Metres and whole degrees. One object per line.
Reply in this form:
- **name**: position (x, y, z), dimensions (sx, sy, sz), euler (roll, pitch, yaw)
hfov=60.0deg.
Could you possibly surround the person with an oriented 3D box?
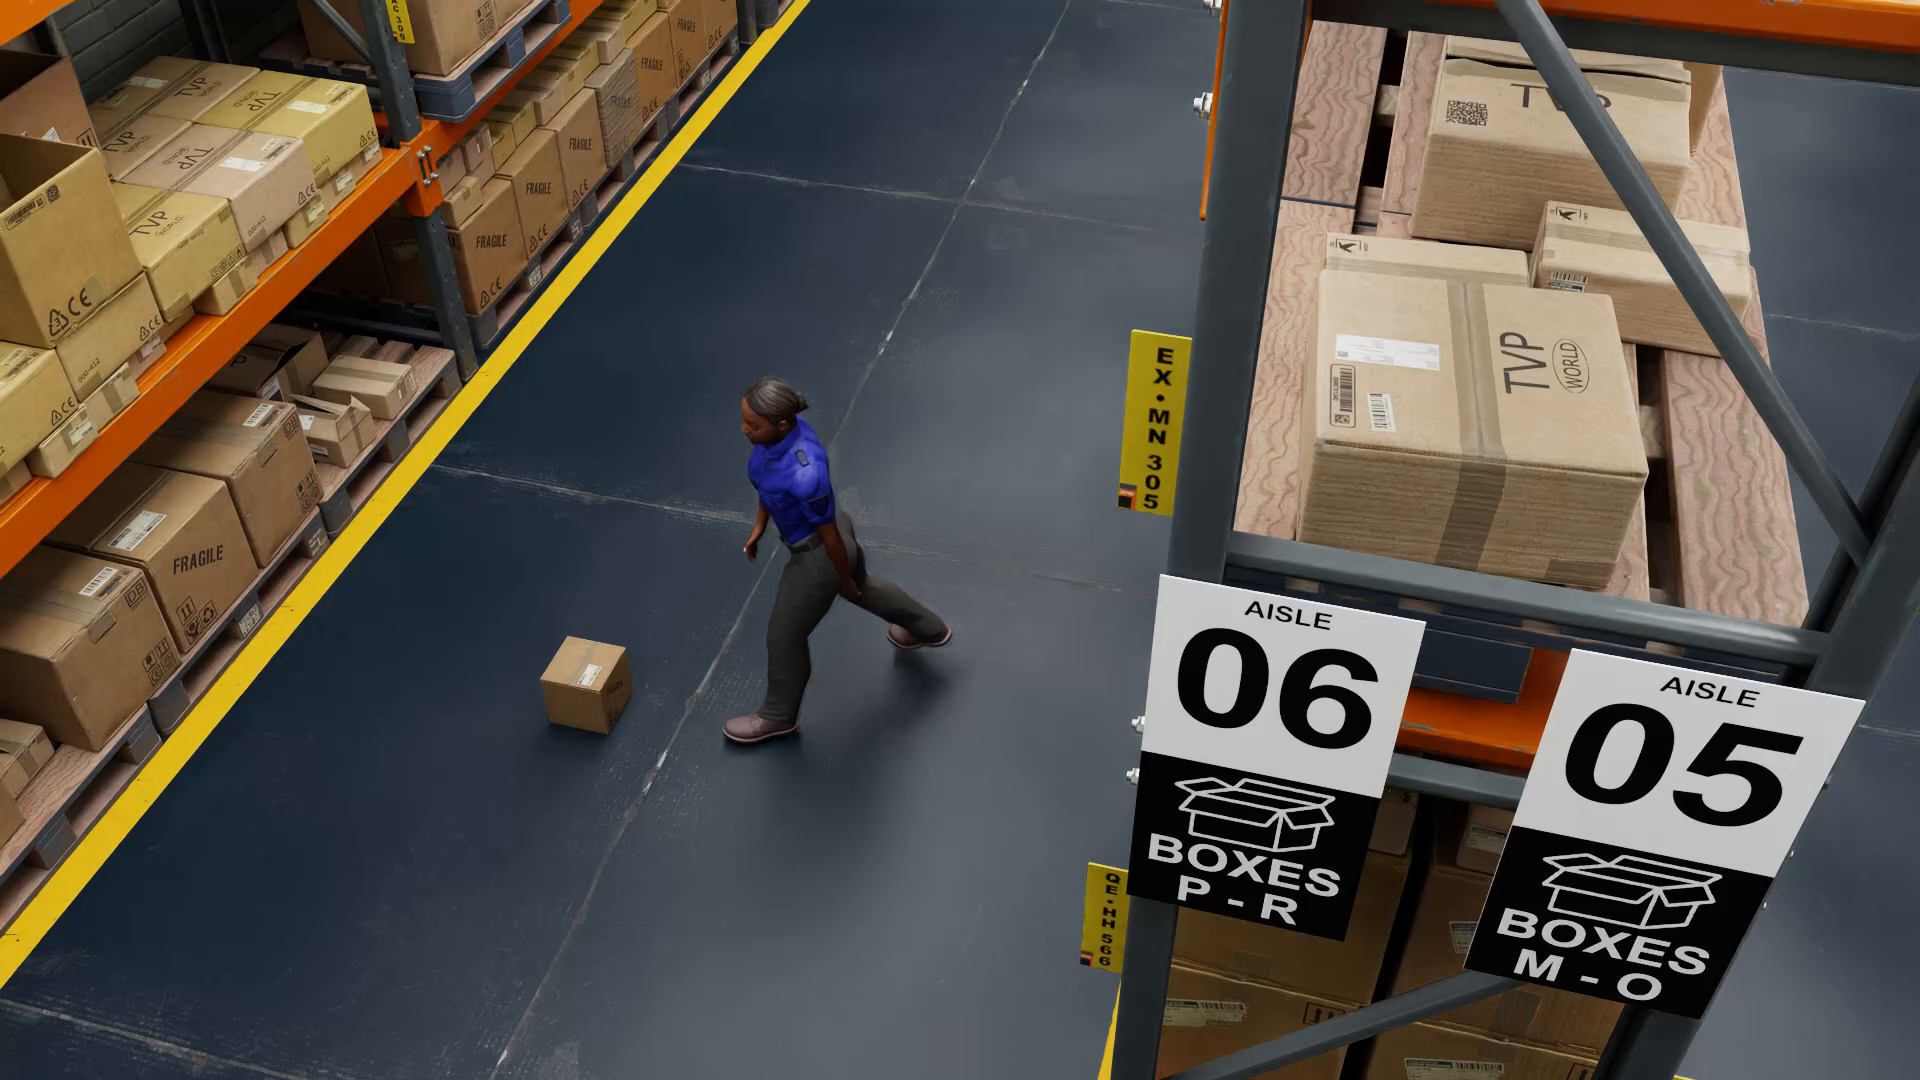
- **person**: position (-0.486, 0.004, 6.166), dimensions (0.964, 1.607, 0.476), euler (-8, 42, -9)
